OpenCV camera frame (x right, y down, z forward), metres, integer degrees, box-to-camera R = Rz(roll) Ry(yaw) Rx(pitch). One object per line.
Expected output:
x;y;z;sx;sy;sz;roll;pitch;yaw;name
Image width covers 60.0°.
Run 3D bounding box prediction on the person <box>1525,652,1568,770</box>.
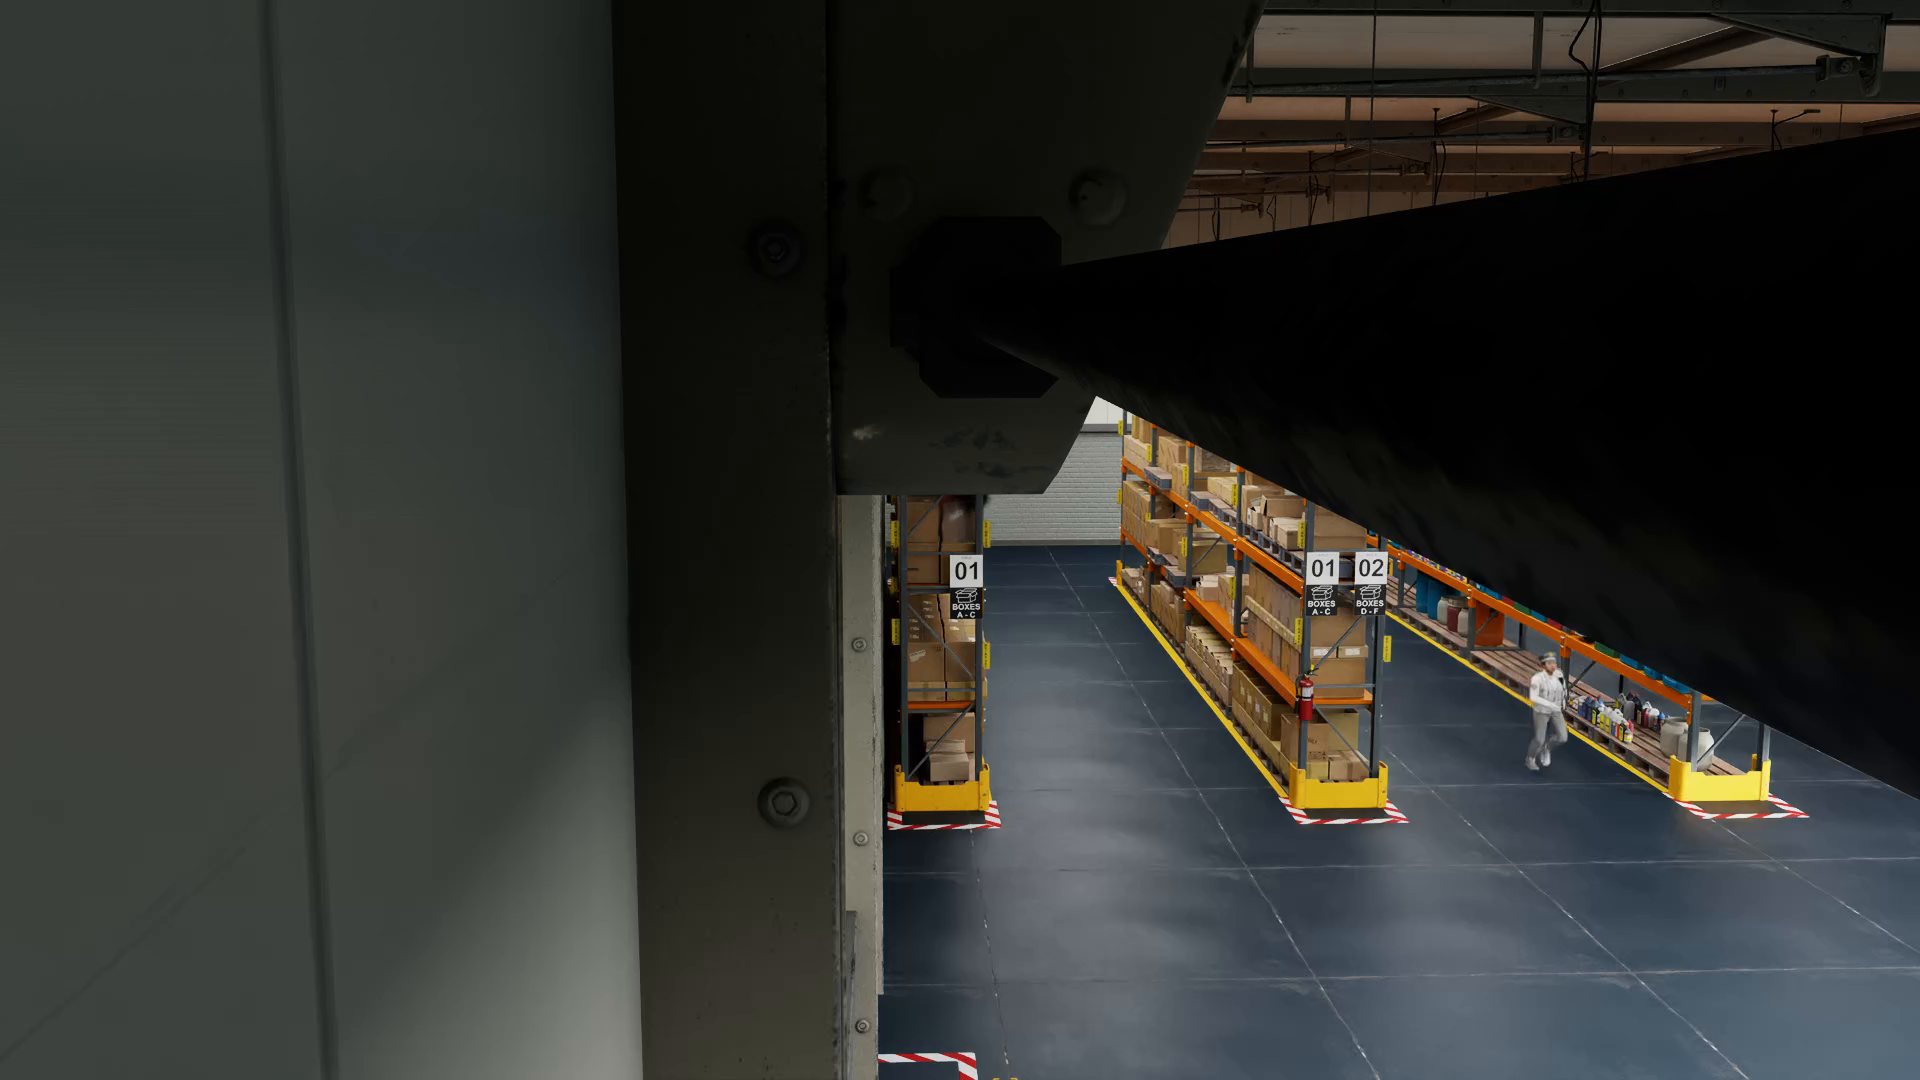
7.803;2.276;21.992;0.634;1.651;0.728;-2;9;-10;person
